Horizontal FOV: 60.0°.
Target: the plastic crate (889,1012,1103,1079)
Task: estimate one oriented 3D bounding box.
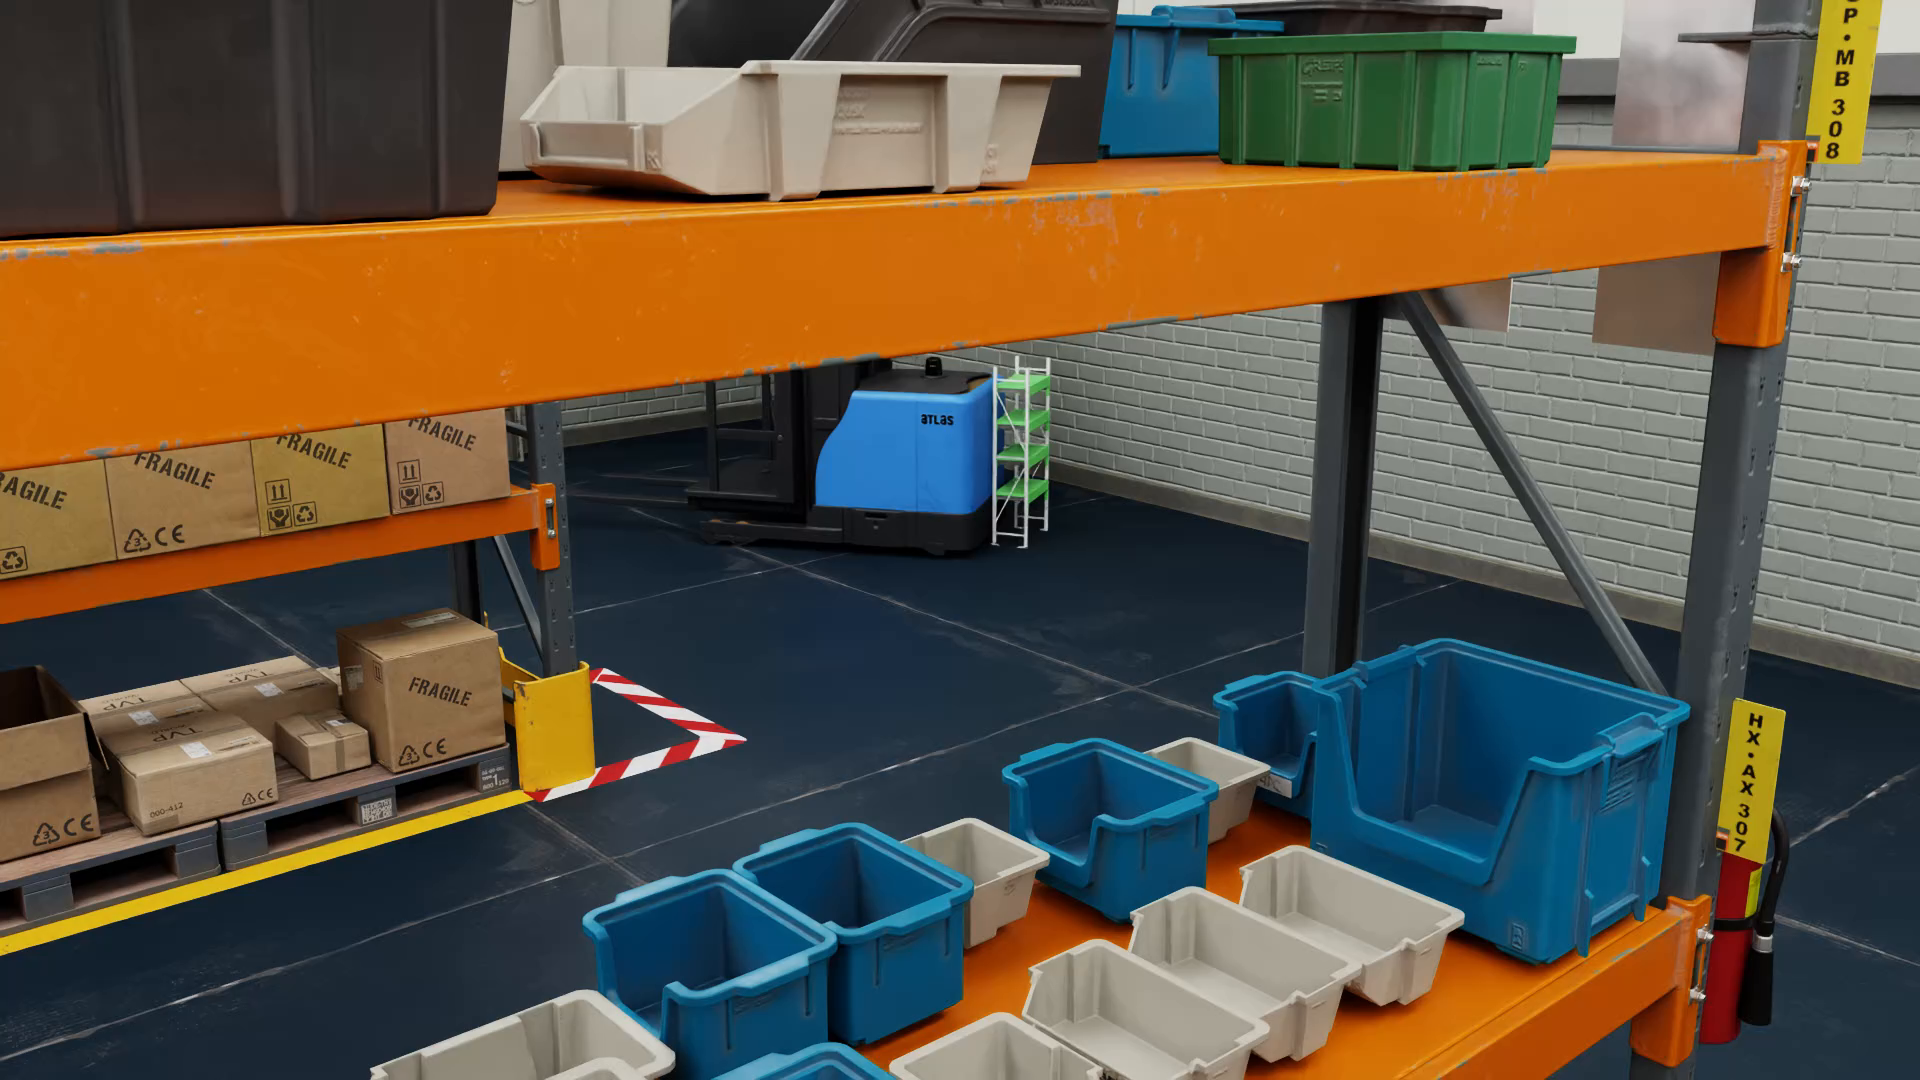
[{"bbox_3d":[0.073,0.880,2.539,0.250,0.136,0.298,-13,19,-39],"label":"plastic crate"}]

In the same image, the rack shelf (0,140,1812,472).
[{"bbox_3d":[-0.306,-0.307,2.168,4.000,0.370,1.077,-13,19,-39],"label":"rack shelf"}]

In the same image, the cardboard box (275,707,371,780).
[{"bbox_3d":[-2.659,0.838,6.936,0.250,0.166,0.380,-13,19,-39],"label":"cardboard box"}]

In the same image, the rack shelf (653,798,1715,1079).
[{"bbox_3d":[-0.306,1.142,2.555,4.000,0.370,1.077,-13,19,-39],"label":"rack shelf"}]

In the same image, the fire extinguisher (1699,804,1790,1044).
[{"bbox_3d":[1.615,0.736,3.553,0.183,0.674,0.296,-13,19,-39],"label":"fire extinguisher"}]

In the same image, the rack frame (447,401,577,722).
[{"bbox_3d":[-2.046,-0.509,7.343,0.127,3.000,1.000,-13,19,-39],"label":"rack frame"}]

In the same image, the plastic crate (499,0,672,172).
[{"bbox_3d":[-0.672,-0.621,2.178,0.530,0.282,0.437,-13,19,-39],"label":"plastic crate"}]

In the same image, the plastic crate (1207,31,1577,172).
[{"bbox_3d":[0.646,-0.668,2.537,0.336,0.188,0.450,-13,19,-39],"label":"plastic crate"}]

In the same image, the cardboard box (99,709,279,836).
[{"bbox_3d":[-3.031,0.902,6.536,0.500,0.250,0.500,-13,19,-39],"label":"cardboard box"}]

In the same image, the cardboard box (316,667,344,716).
[{"bbox_3d":[-2.776,0.694,7.478,0.250,0.166,0.380,-13,19,-39],"label":"cardboard box"}]

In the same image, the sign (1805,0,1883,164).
[{"bbox_3d":[1.576,-0.838,2.966,0.005,0.325,0.100,-13,19,-39],"label":"sign"}]

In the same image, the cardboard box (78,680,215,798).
[{"bbox_3d":[-3.397,0.813,6.869,0.500,0.250,0.500,-13,19,-39],"label":"cardboard box"}]

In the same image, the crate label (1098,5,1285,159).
[{"bbox_3d":[0.294,-0.828,3.013,0.502,0.251,0.408,-13,19,-39],"label":"crate label"}]

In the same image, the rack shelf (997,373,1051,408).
[{"bbox_3d":[0.412,-0.998,11.048,0.258,0.148,0.480,5,16,18],"label":"rack shelf"}]

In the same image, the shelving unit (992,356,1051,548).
[{"bbox_3d":[0.412,-0.596,11.155,0.258,1.200,0.503,5,16,18],"label":"shelving unit"}]

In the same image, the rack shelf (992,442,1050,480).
[{"bbox_3d":[0.412,-0.534,11.171,0.258,0.148,0.480,5,16,18],"label":"rack shelf"}]

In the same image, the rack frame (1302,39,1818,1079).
[{"bbox_3d":[1.203,0.456,3.731,0.127,3.000,1.000,-13,19,-39],"label":"rack frame"}]

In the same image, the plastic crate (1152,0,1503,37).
[{"bbox_3d":[0.729,-0.919,3.319,0.590,0.269,0.497,-13,19,-39],"label":"plastic crate"}]

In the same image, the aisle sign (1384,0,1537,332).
[{"bbox_3d":[1.062,-0.870,3.657,0.004,0.787,0.394,-13,19,-39],"label":"aisle sign"}]

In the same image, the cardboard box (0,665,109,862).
[{"bbox_3d":[-3.650,0.843,6.267,0.637,0.503,0.797,-13,19,-39],"label":"cardboard box"}]

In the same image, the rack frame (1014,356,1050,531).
[{"bbox_3d":[0.491,-0.655,11.378,0.240,1.200,0.015,5,16,18],"label":"rack frame"}]

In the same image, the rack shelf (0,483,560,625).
[{"bbox_3d":[-3.555,0.177,6.168,4.000,0.370,1.077,-13,19,-39],"label":"rack shelf"}]

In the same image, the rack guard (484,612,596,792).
[{"bbox_3d":[-2.104,0.712,7.618,0.348,0.500,1.175,-13,19,-39],"label":"rack guard"}]

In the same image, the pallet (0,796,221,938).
[{"bbox_3d":[-3.624,1.192,6.379,1.213,0.211,1.003,-13,19,-39],"label":"pallet"}]

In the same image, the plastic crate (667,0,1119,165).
[{"bbox_3d":[-0.130,-0.758,2.583,0.767,0.338,0.504,-13,19,-39],"label":"plastic crate"}]

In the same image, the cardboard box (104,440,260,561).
[{"bbox_3d":[-2.974,-0.256,6.204,0.500,0.500,0.500,-12,19,-39],"label":"cardboard box"}]

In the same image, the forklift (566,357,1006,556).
[{"bbox_3d":[-1.252,-1.502,11.192,3.031,2.935,1.130,4,15,14],"label":"forklift"}]

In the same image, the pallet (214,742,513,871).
[{"bbox_3d":[-2.704,0.986,7.149,1.213,0.211,1.003,-13,19,-39],"label":"pallet"}]

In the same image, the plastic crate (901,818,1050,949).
[{"bbox_3d":[-0.008,0.685,3.267,0.298,0.136,0.250,-13,19,-39],"label":"plastic crate"}]

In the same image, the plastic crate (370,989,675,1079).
[{"bbox_3d":[-0.699,0.878,2.544,0.466,0.136,0.293,-13,19,-39],"label":"plastic crate"}]

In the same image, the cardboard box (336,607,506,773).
[{"bbox_3d":[-2.295,0.626,7.085,0.500,0.500,0.500,-13,19,-39],"label":"cardboard box"}]

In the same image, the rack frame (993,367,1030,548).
[{"bbox_3d":[0.334,-0.536,10.932,0.240,1.200,0.015,5,16,18],"label":"rack frame"}]

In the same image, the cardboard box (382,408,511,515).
[{"bbox_3d":[-2.205,-0.428,6.848,0.500,0.500,0.500,-12,19,-38],"label":"cardboard box"}]

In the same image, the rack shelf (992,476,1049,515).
[{"bbox_3d":[0.412,-0.302,11.233,0.258,0.148,0.480,5,16,18],"label":"rack shelf"}]

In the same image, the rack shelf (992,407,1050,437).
[{"bbox_3d":[0.412,-0.766,11.110,0.258,0.148,0.480,5,16,18],"label":"rack shelf"}]

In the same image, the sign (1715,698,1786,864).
[{"bbox_3d":[1.576,0.481,3.319,0.005,0.325,0.100,-13,19,-39],"label":"sign"}]

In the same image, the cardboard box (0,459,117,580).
[{"bbox_3d":[-3.355,-0.171,5.884,0.500,0.500,0.500,-13,20,-40],"label":"cardboard box"}]

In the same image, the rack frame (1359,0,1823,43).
[{"bbox_3d":[1.203,-2.442,2.956,0.127,3.000,1.000,-13,19,-39],"label":"rack frame"}]

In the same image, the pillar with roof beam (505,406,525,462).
[{"bbox_3d":[-1.006,-4.159,9.382,0.400,9.000,9.100,-13,19,-39],"label":"pillar with roof beam"}]

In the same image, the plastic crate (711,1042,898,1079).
[{"bbox_3d":[-0.178,0.906,2.255,0.300,0.233,0.416,-13,19,-39],"label":"plastic crate"}]

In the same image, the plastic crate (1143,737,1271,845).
[{"bbox_3d":[0.504,0.570,3.697,0.298,0.136,0.250,-13,19,-39],"label":"plastic crate"}]

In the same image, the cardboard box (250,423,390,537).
[{"bbox_3d":[-2.594,-0.340,6.516,0.500,0.500,0.500,-12,19,-39],"label":"cardboard box"}]

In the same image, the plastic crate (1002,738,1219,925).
[{"bbox_3d":[0.304,0.597,3.410,0.300,0.233,0.416,-13,19,-39],"label":"plastic crate"}]

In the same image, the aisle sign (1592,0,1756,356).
[{"bbox_3d":[1.449,-0.755,3.227,0.004,0.787,0.394,-13,19,-39],"label":"aisle sign"}]

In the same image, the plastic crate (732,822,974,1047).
[{"bbox_3d":[-0.193,0.709,2.993,0.300,0.233,0.416,-13,19,-39],"label":"plastic crate"}]

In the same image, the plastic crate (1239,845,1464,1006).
[{"bbox_3d":[0.706,0.728,3.108,0.243,0.136,0.396,-13,19,-39],"label":"plastic crate"}]

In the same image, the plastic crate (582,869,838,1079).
[{"bbox_3d":[-0.419,0.759,2.802,0.300,0.233,0.416,-13,19,-39],"label":"plastic crate"}]

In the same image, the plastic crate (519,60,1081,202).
[{"bbox_3d":[-0.193,-0.468,1.886,0.530,0.136,0.437,-13,19,-39],"label":"plastic crate"}]

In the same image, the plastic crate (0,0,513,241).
[{"bbox_3d":[-0.698,-0.410,1.412,0.590,0.269,0.497,-13,19,-39],"label":"plastic crate"}]

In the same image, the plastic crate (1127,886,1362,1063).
[{"bbox_3d":[0.478,0.774,2.935,0.243,0.136,0.396,-13,19,-39],"label":"plastic crate"}]

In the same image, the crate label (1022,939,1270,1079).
[{"bbox_3d":[0.284,0.826,2.740,0.243,0.136,0.396,-13,19,-39],"label":"crate label"}]

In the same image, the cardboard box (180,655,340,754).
[{"bbox_3d":[-3.020,0.728,7.186,0.500,0.250,0.500,-13,19,-39],"label":"cardboard box"}]

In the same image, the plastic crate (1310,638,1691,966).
[{"bbox_3d":[1.073,0.503,3.370,0.499,0.435,0.616,-13,19,-39],"label":"plastic crate"}]

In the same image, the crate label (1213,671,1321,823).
[{"bbox_3d":[0.800,0.486,3.828,0.303,0.233,0.416,-13,19,-39],"label":"crate label"}]

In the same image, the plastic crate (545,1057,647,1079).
[{"bbox_3d":[-0.542,0.939,2.036,0.530,0.282,0.437,-13,19,-39],"label":"plastic crate"}]
